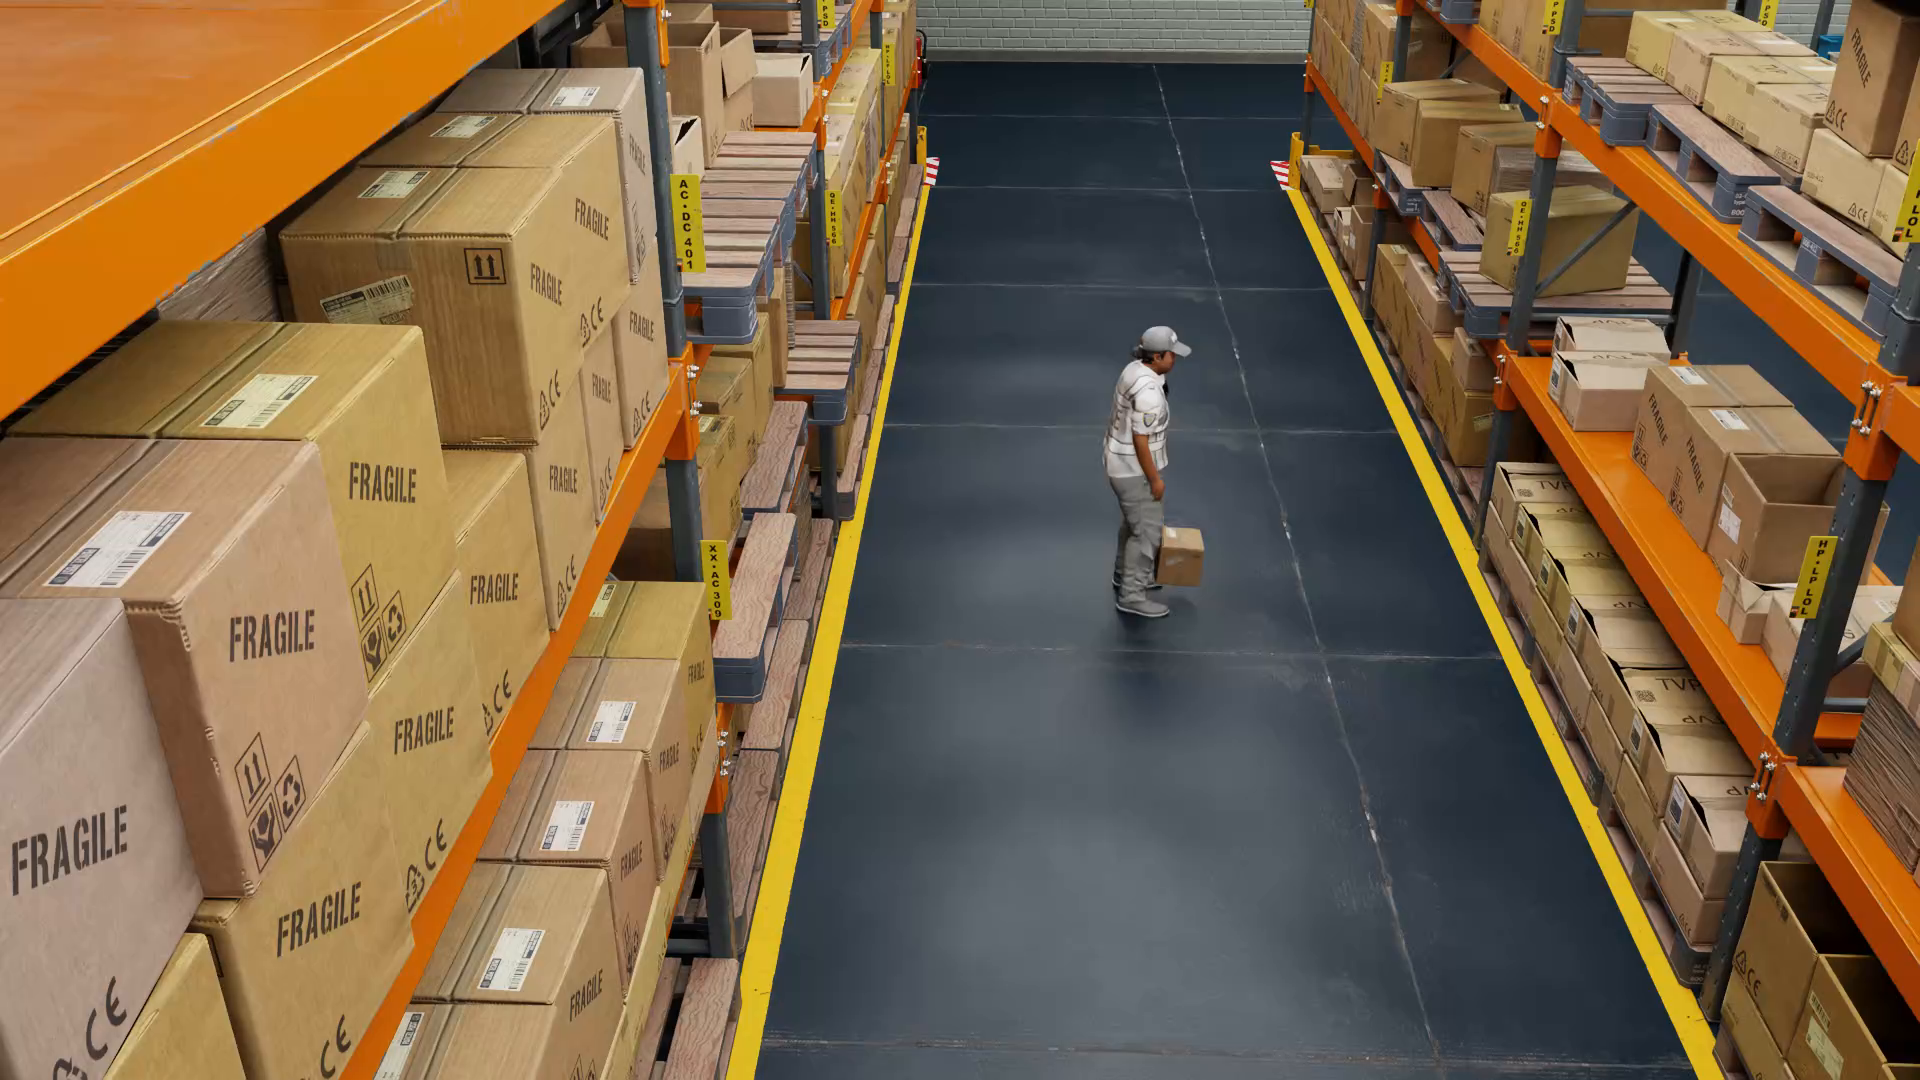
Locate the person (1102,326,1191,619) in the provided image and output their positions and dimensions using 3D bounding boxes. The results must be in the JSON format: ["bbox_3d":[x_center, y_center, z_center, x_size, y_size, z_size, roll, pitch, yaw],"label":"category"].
[{"bbox_3d":[1.034,-0.406,9.373,0.454,1.668,0.533,0,28,0],"label":"person"}]
